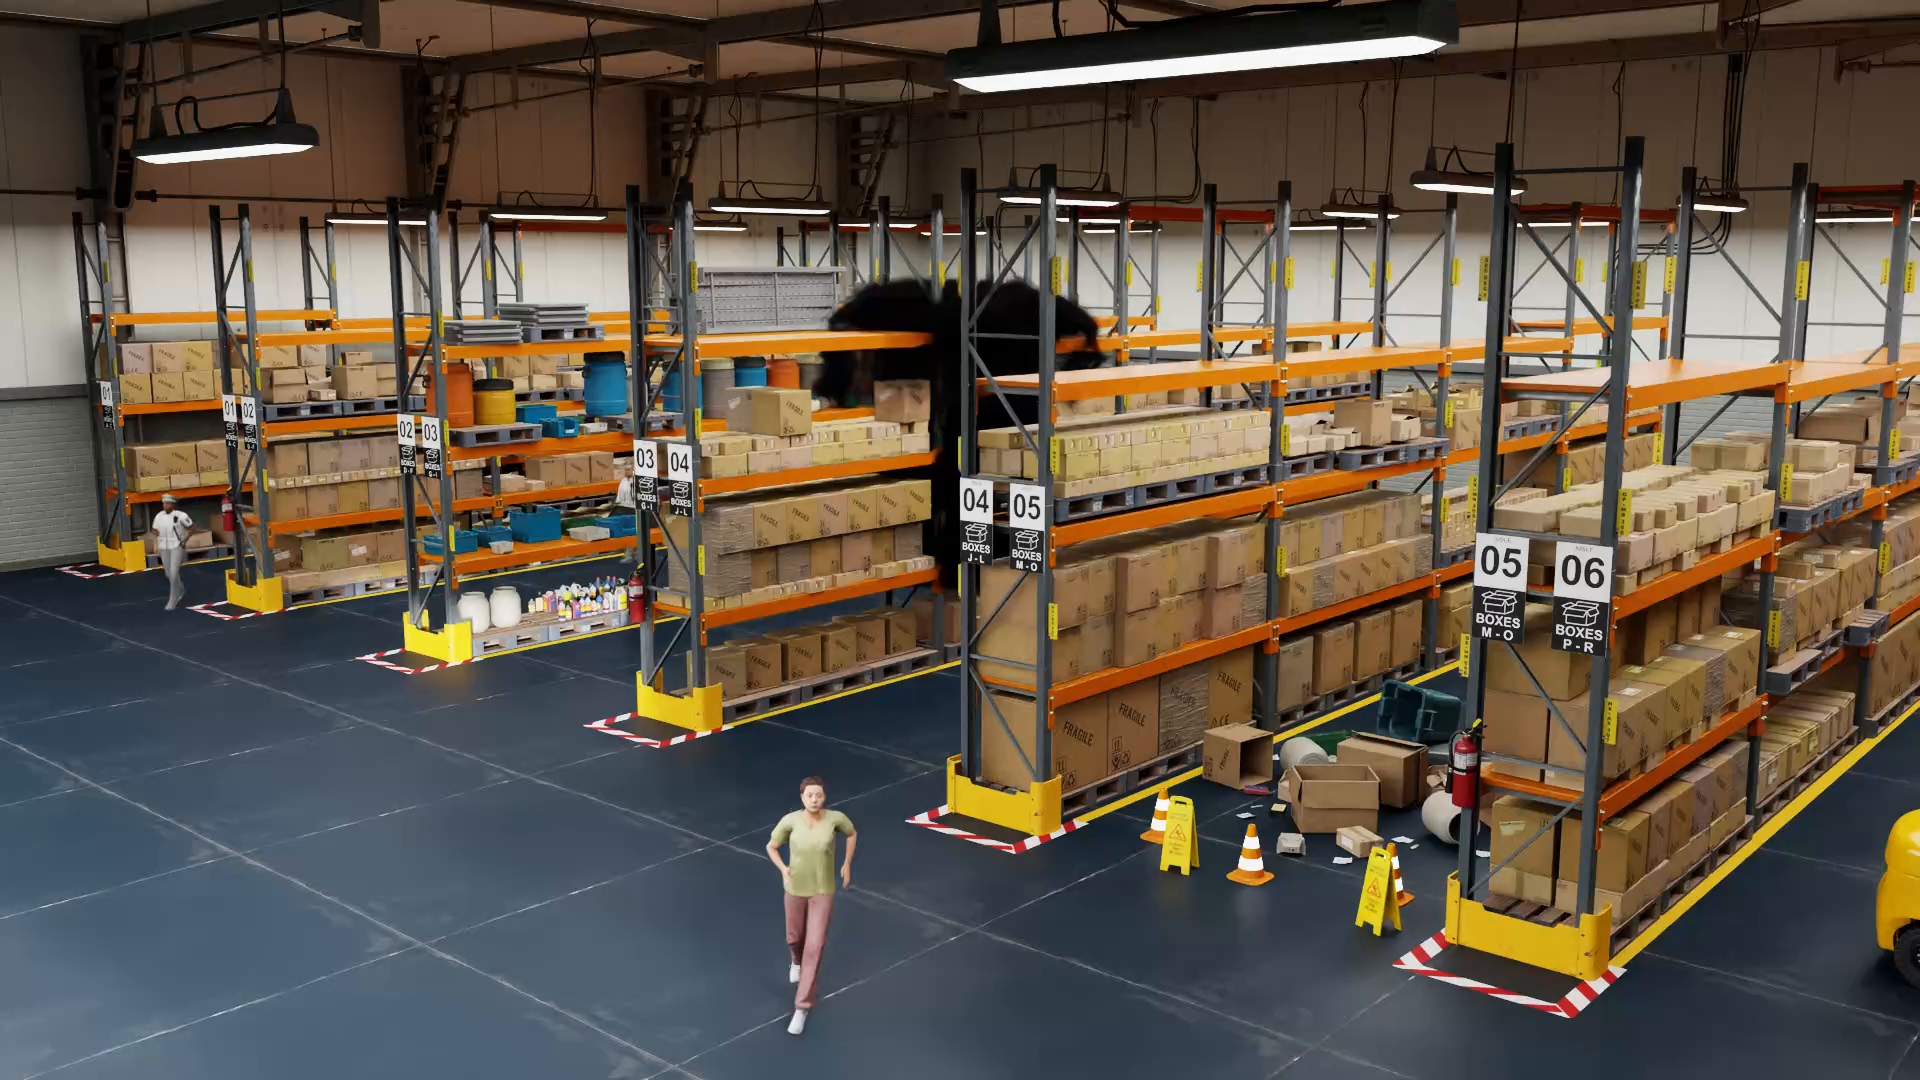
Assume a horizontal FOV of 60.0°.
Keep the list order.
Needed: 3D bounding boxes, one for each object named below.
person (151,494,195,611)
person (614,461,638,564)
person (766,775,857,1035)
[{"bbox_3d":[-11.936,0.157,25.174,0.578,1.748,0.773,1,10,5],"label":"person"},{"bbox_3d":[-5.395,-0.472,27.289,0.625,1.665,0.658,5,11,27],"label":"person"},{"bbox_3d":[-1.033,2.443,11.528,0.616,1.666,0.974,0,9,1],"label":"person"}]
